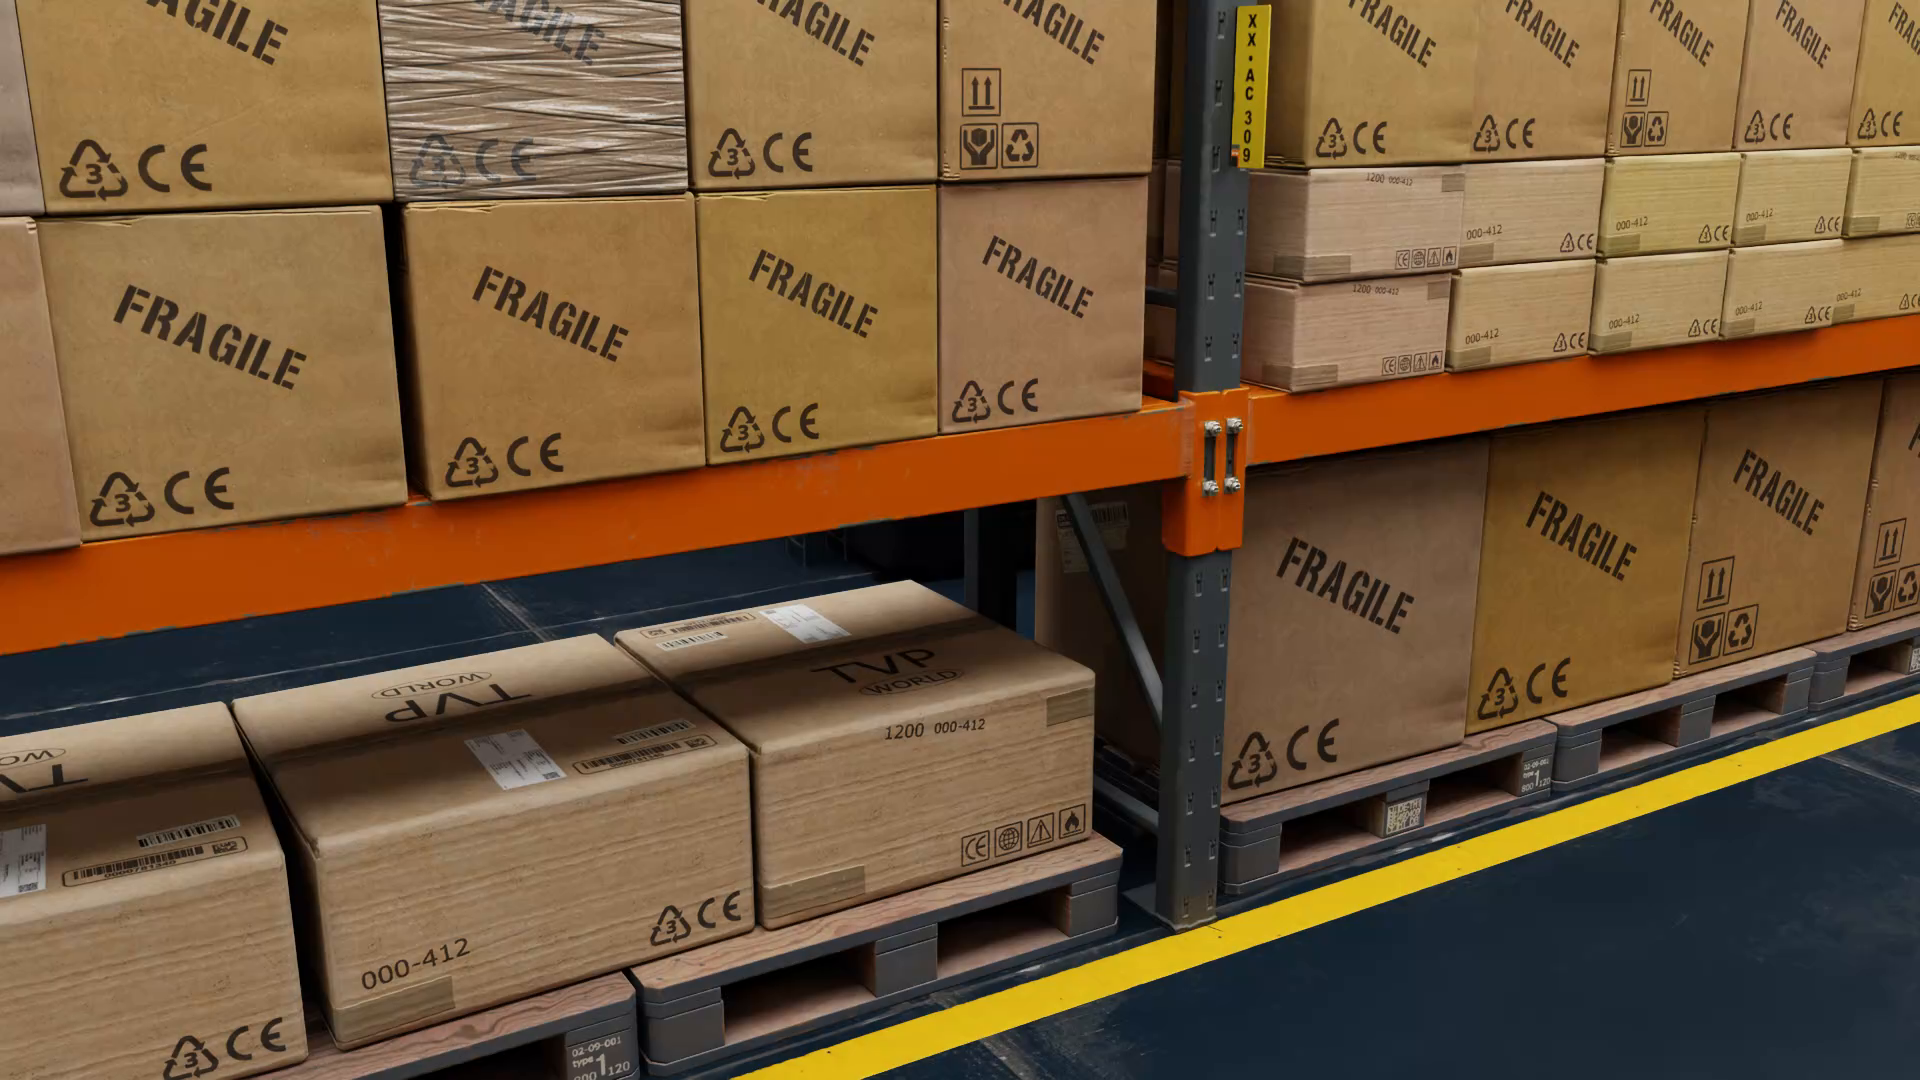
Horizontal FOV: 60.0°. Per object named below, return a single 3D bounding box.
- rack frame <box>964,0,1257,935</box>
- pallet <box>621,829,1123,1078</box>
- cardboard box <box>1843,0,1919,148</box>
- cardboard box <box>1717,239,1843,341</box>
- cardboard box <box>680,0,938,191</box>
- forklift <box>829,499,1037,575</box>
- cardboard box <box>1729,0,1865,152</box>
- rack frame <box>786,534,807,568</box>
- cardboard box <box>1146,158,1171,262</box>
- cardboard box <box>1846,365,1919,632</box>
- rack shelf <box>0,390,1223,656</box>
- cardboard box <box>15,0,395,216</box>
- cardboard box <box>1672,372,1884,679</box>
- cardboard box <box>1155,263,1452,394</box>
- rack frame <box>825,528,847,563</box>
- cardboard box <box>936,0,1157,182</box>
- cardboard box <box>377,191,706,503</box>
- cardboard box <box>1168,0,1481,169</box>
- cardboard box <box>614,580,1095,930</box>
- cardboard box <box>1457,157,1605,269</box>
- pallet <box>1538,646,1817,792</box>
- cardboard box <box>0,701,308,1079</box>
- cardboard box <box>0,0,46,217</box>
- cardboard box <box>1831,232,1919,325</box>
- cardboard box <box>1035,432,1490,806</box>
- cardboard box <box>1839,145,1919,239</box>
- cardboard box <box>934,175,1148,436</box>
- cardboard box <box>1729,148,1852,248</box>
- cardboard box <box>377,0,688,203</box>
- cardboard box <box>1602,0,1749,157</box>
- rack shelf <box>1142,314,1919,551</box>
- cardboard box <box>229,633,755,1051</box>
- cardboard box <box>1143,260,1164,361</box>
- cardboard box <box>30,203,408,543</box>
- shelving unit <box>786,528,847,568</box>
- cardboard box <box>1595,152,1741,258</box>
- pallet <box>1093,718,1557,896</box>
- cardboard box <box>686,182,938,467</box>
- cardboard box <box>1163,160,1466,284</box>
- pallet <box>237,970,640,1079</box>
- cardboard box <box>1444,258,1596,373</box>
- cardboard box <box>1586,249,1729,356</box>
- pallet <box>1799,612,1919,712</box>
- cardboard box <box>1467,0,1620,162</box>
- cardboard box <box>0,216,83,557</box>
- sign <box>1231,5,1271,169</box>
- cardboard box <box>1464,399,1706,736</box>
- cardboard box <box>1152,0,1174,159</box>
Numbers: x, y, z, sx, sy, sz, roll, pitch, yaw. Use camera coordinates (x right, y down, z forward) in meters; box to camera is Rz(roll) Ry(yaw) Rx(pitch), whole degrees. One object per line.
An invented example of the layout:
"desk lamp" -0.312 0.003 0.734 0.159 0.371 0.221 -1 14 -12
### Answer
"rack frame" 0.318 -0.615 4.048 0.127 3.000 1.000 -9 18 -30
"pallet" -0.374 0.815 4.112 1.213 0.211 1.003 -9 18 -30
"cardboard box" 2.574 -1.428 4.908 0.500 0.500 0.500 -9 18 -30
"cardboard box" 2.155 -0.750 4.807 0.500 0.250 0.500 -10 18 -31
"cardboard box" -0.383 -0.947 3.192 0.500 0.500 0.500 -10 18 -31
"forklift" 0.840 -1.520 7.402 3.031 2.935 1.130 -7 17 -25
"cardboard box" 2.136 -1.359 4.664 0.500 0.500 0.500 -10 18 -31
"rack frame" -0.698 -0.489 6.931 0.006 1.200 0.240 -7 17 -25
"cardboard box" 0.571 -0.901 4.420 0.500 0.250 0.500 -9 18 -30
"cardboard box" 3.112 -0.274 5.987 0.875 0.875 0.875 -9 18 -30
"rack shelf" -1.396 0.009 3.153 4.000 0.370 1.077 -9 18 -30
"cardboard box" -1.249 -0.806 2.690 0.500 0.500 0.500 -9 18 -29
"cardboard box" 2.345 -0.151 5.549 0.875 0.875 0.875 -9 18 -29
"cardboard box" 0.831 -0.543 4.068 0.500 0.250 0.500 -10 18 -31
"rack frame" -0.533 -0.510 7.007 0.006 1.200 0.240 -7 17 -25
"cardboard box" 0.056 -1.015 3.437 0.500 0.500 0.500 -9 18 -30
"cardboard box" -0.810 -0.394 3.072 0.500 0.500 0.500 -10 18 -31
"cardboard box" 0.843 -1.140 3.880 0.500 0.500 0.500 -9 18 -29
"cardboard box" -0.276 0.479 4.114 0.875 0.438 0.875 -10 18 -31
"cardboard box" 1.273 -0.859 4.268 0.500 0.250 0.500 -9 18 -29
"pallet" 1.987 0.432 5.478 1.213 0.211 1.003 -9 18 -30
"cardboard box" -1.816 0.728 3.224 0.875 0.438 0.875 -9 18 -28
"cardboard box" -1.676 -0.737 2.442 0.500 0.500 0.500 -9 18 -30
"cardboard box" 2.577 -0.828 5.084 0.500 0.250 0.500 -9 18 -30
"cardboard box" 0.808 0.101 4.651 0.875 0.875 0.875 -9 18 -28
"cardboard box" 2.596 -1.066 5.006 0.500 0.250 0.500 -10 18 -31
"cardboard box" 0.052 -0.540 3.593 0.500 0.500 0.500 -9 18 -29
"cardboard box" 2.151 -0.994 4.748 0.500 0.250 0.500 -10 18 -31
"cardboard box" -0.815 -0.874 2.932 0.500 0.500 0.500 -9 18 -29
"cardboard box" 1.696 -1.286 4.402 0.500 0.500 0.500 -10 18 -31
"rack shelf" 2.032 -0.547 5.137 4.000 0.370 1.077 -9 18 -30
"cardboard box" -1.043 0.603 3.670 0.875 0.438 0.875 -10 18 -31
"cardboard box" 0.573 -0.664 4.498 0.500 0.250 0.500 -10 18 -31
"cardboard box" -1.266 -0.325 2.825 0.500 0.500 0.500 -9 18 -28
"shelving unit" -0.616 -0.500 6.969 0.189 1.200 0.258 -7 17 -25
"cardboard box" 1.719 -0.923 4.496 0.500 0.250 0.500 -9 18 -29
"pallet" 0.941 0.603 4.869 1.213 0.211 1.003 -9 18 -30
"cardboard box" -0.386 -0.467 3.334 0.500 0.500 0.500 -10 18 -31
"cardboard box" 0.840 -0.780 3.986 0.500 0.250 0.500 -10 18 -31
"pallet" -1.421 0.986 3.503 1.213 0.211 1.003 -9 18 -30
"cardboard box" 1.274 -0.616 4.326 0.500 0.250 0.500 -10 18 -31
"cardboard box" 1.721 -0.683 4.567 0.500 0.250 0.500 -9 18 -30
"pallet" 3.032 0.263 6.079 1.213 0.211 1.003 -9 18 -30
"cardboard box" 1.265 -1.217 4.155 0.500 0.500 0.500 -9 18 -30
"cardboard box" -1.687 -0.251 2.563 0.500 0.500 0.500 -9 18 -30
"sign" 0.605 -0.942 3.463 0.005 0.325 0.100 -9 18 -30
"cardboard box" 1.578 -0.027 5.106 0.875 0.875 0.875 -9 18 -28
"cardboard box" 0.572 -1.265 4.328 0.500 0.500 0.500 -9 18 -28
